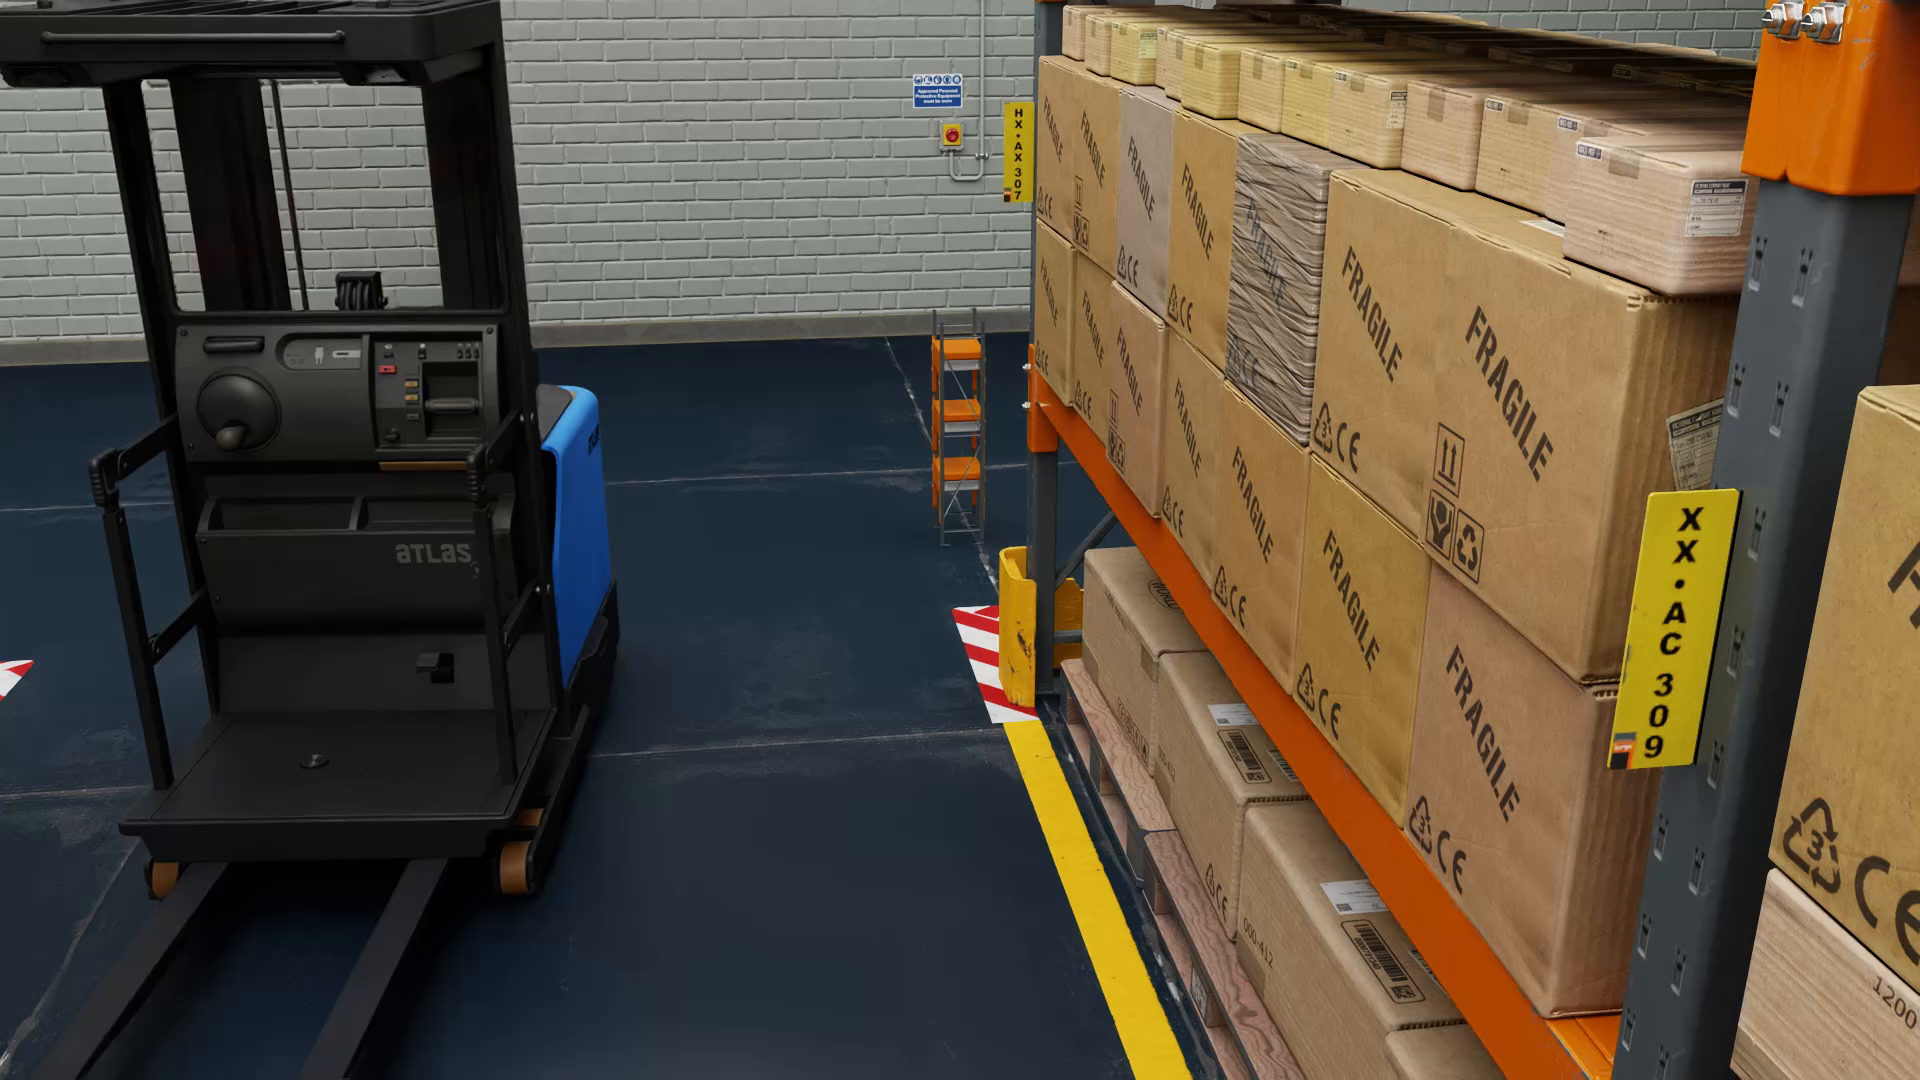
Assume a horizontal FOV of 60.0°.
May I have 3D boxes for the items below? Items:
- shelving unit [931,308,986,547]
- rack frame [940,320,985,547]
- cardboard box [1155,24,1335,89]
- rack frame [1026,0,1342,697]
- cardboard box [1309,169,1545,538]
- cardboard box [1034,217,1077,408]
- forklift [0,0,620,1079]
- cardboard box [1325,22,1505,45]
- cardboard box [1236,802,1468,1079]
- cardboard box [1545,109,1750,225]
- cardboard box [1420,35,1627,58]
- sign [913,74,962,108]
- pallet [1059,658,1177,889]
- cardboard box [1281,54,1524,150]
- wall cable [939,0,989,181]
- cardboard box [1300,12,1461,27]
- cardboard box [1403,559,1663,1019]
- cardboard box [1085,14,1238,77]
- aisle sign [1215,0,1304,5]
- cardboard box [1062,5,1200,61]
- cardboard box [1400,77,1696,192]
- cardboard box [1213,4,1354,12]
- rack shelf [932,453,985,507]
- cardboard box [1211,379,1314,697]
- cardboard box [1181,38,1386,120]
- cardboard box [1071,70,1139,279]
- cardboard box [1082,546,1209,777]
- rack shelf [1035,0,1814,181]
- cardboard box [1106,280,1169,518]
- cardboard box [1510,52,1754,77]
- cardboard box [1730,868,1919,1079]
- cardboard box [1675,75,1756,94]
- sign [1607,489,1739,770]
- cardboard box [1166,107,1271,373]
[{"bbox_3d":[-0.008,-0.510,7.582,0.215,1.050,0.252,-3,21,-8],"label":"shelving unit"},{"bbox_3d":[0.010,-0.468,7.469,0.200,1.050,0.008,-3,21,-8],"label":"rack frame"},{"bbox_3d":[0.701,-1.190,4.117,0.380,0.149,0.250,-3,21,-7],"label":"cardboard box"},{"bbox_3d":[0.745,-0.869,5.757,1.000,3.000,0.127,-3,21,-8],"label":"rack frame"},{"bbox_3d":[0.915,-0.325,2.728,0.500,0.500,0.500,-3,21,-9],"label":"cardboard box"},{"bbox_3d":[0.530,-0.736,5.256,0.500,0.500,0.500,-3,21,-8],"label":"cardboard box"},{"bbox_3d":[-1.806,-0.425,4.666,1.130,2.935,3.031,-1,20,-2],"label":"forklift"},{"bbox_3d":[1.139,-1.219,4.194,0.380,0.149,0.250,-3,21,-8],"label":"cardboard box"},{"bbox_3d":[1.208,0.986,3.850,0.875,0.438,0.875,-4,21,-9],"label":"cardboard box"},{"bbox_3d":[1.032,-0.491,2.245,0.380,0.149,0.250,-2,21,-6],"label":"cardboard box"},{"bbox_3d":[1.253,-1.044,3.724,0.380,0.149,0.250,-2,21,-6],"label":"cardboard box"},{"bbox_3d":[-0.147,-2.966,10.984,0.327,0.218,0.001,-3,21,-8],"label":"sign"},{"bbox_3d":[0.938,0.710,5.514,1.003,0.211,1.213,-3,21,-8],"label":"pallet"},{"bbox_3d":[0.841,-0.840,3.179,0.380,0.149,0.250,-3,21,-9],"label":"cardboard box"},{"bbox_3d":[-0.091,-3.311,10.798,0.585,1.953,0.123,-3,21,-8],"label":"wall cable"},{"bbox_3d":[1.176,-1.403,4.685,0.380,0.149,0.250,-3,21,-8],"label":"cardboard box"},{"bbox_3d":[1.002,0.321,2.427,0.500,0.500,0.500,-3,21,-7],"label":"cardboard box"},{"bbox_3d":[0.555,-1.369,4.595,0.380,0.149,0.250,-2,21,-6],"label":"cardboard box"},{"bbox_3d":[1.042,-2.128,5.411,0.394,0.787,0.004,-3,21,-8],"label":"aisle sign"},{"bbox_3d":[0.523,-1.552,5.085,0.380,0.149,0.250,-2,21,-7],"label":"cardboard box"},{"bbox_3d":[0.951,-0.665,2.709,0.380,0.149,0.250,-3,21,-8],"label":"cardboard box"},{"bbox_3d":[0.995,-1.574,5.145,0.380,0.149,0.250,-3,21,-7],"label":"cardboard box"},{"bbox_3d":[-0.008,-0.240,7.683,0.215,0.259,0.240,-3,21,-8],"label":"rack shelf"},{"bbox_3d":[0.835,-0.030,3.367,0.500,0.500,0.500,-3,21,-9],"label":"cardboard box"},{"bbox_3d":[0.704,-1.013,3.641,0.380,0.149,0.250,-3,21,-9],"label":"cardboard box"},{"bbox_3d":[0.614,-1.026,4.603,0.500,0.500,0.500,-3,21,-9],"label":"cardboard box"},{"bbox_3d":[0.939,0.358,5.533,0.875,0.438,0.875,-4,21,-10],"label":"cardboard box"},{"bbox_3d":[1.034,-1.245,3.504,1.077,0.370,4.000,-3,21,-8],"label":"rack shelf"},{"bbox_3d":[0.686,-0.385,4.317,0.500,0.500,0.500,-3,21,-8],"label":"cardboard box"},{"bbox_3d":[1.299,-0.866,3.248,0.380,0.149,0.250,-3,21,-8],"label":"cardboard box"},{"bbox_3d":[1.106,0.518,1.542,0.500,0.250,0.500,-4,21,-9],"label":"cardboard box"},{"bbox_3d":[1.427,-0.689,2.776,0.380,0.149,0.250,-3,21,-8],"label":"cardboard box"},{"bbox_3d":[0.773,0.101,1.807,0.100,0.325,0.005,-3,21,-8],"label":"sign"},{"bbox_3d":[0.769,-0.675,3.665,0.500,0.500,0.500,-3,21,-8],"label":"cardboard box"}]
